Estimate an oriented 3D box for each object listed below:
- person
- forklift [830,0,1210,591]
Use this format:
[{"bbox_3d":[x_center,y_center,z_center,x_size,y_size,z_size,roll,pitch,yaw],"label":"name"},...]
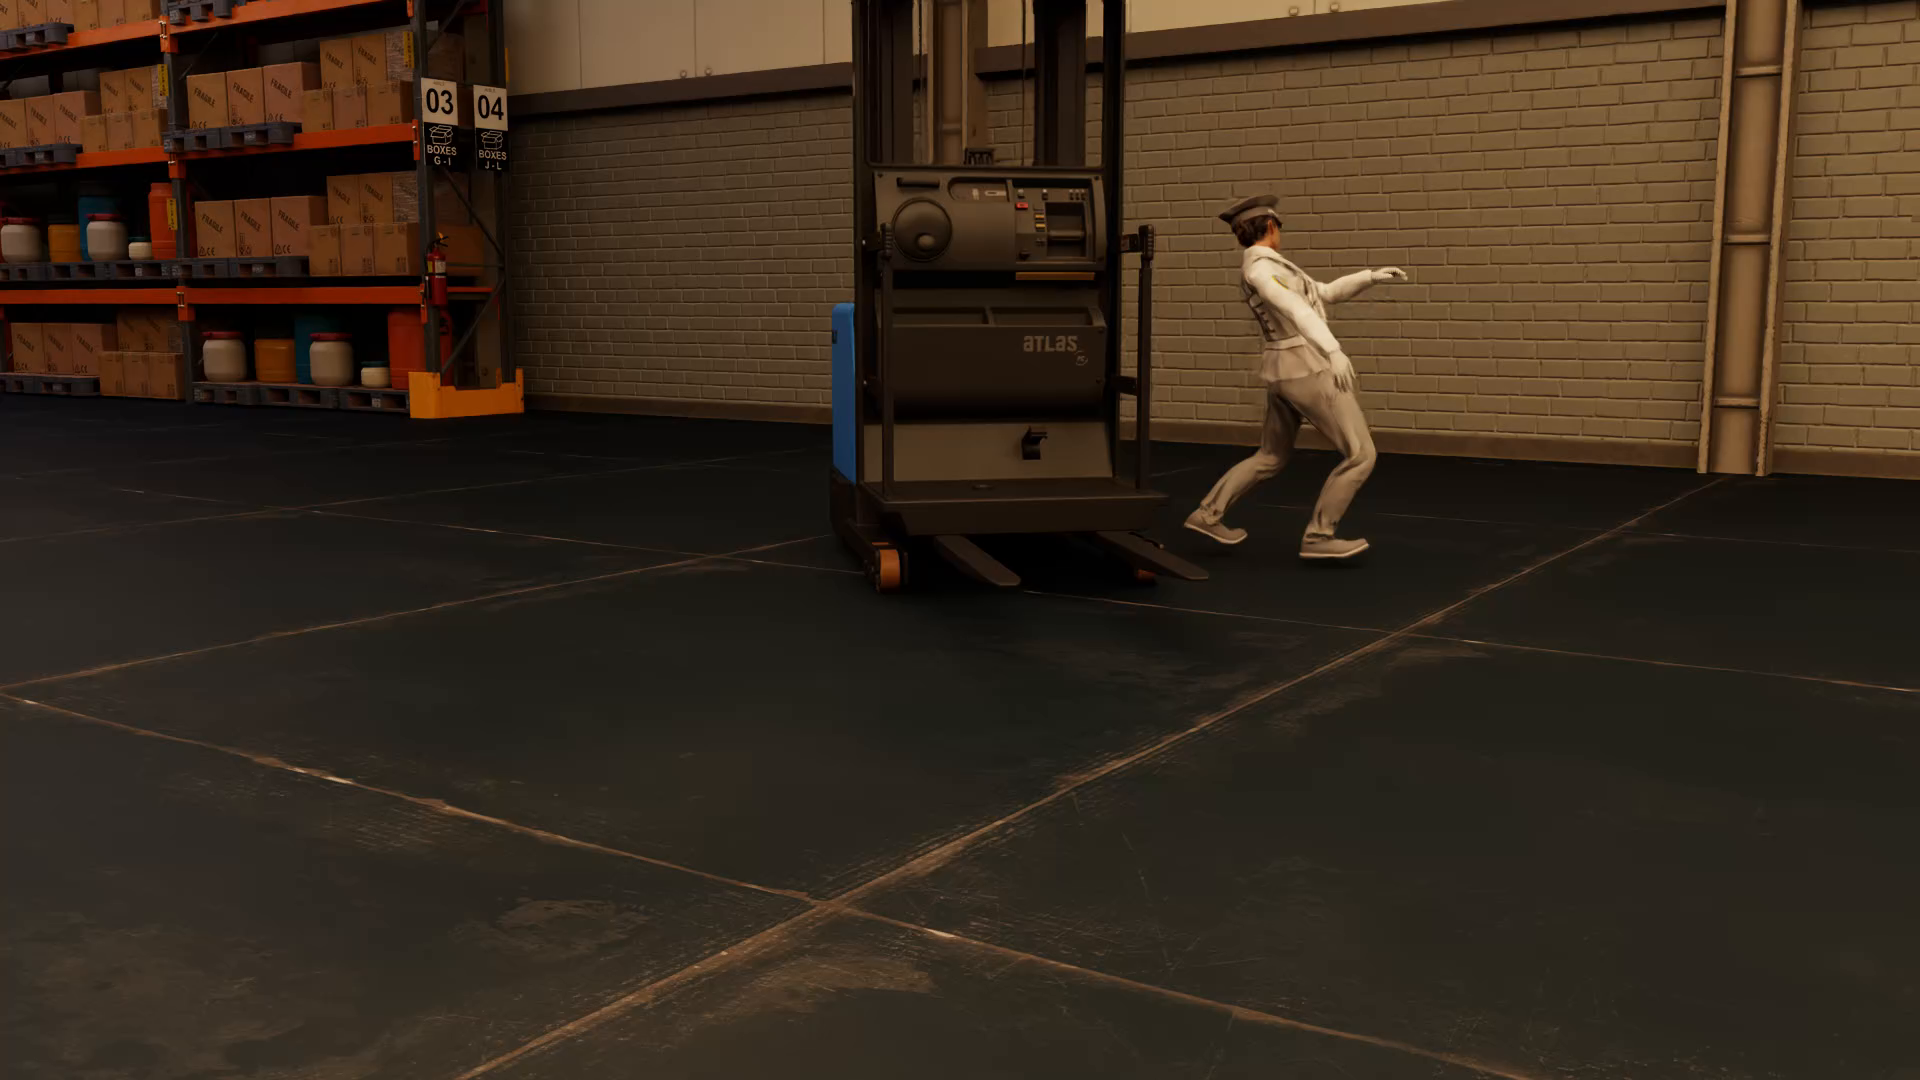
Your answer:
[{"bbox_3d":[1.398,-0.670,6.800,0.804,1.488,0.800,-1,8,-8],"label":"person"},{"bbox_3d":[0.165,-1.312,6.417,1.130,2.935,3.031,-2,8,-11],"label":"forklift"}]
